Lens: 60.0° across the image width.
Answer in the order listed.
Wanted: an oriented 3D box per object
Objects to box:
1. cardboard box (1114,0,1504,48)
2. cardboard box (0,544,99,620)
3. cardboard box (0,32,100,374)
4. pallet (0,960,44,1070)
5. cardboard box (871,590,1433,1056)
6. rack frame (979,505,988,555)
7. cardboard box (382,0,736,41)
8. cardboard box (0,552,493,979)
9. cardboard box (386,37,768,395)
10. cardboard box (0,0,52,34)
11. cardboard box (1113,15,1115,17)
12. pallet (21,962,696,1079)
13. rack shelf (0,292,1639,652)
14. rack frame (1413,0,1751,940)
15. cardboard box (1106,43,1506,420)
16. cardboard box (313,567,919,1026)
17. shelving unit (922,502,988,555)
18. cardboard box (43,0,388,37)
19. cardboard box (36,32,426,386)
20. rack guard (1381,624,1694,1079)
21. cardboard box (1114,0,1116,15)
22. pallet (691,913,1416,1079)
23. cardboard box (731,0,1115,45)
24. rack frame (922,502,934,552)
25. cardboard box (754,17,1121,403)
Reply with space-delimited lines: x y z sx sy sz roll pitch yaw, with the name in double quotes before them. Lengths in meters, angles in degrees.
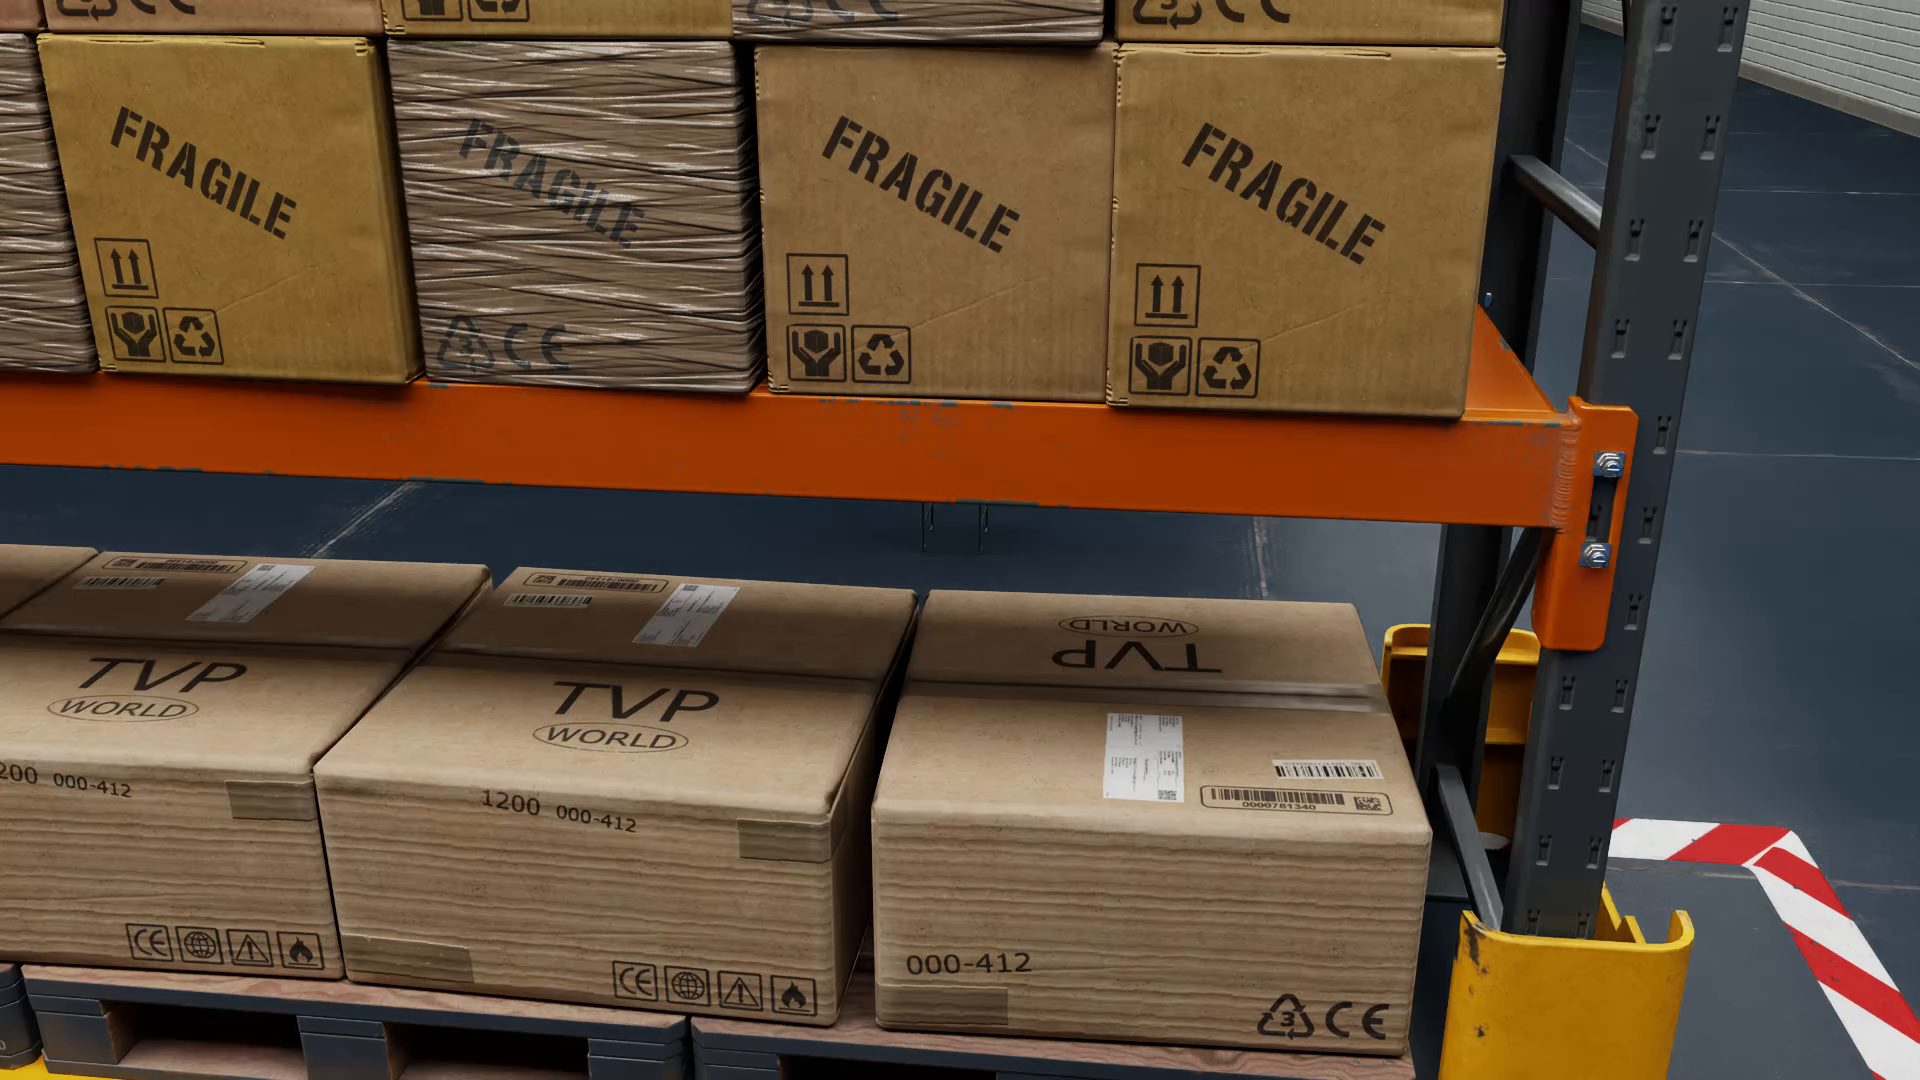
"cardboard box" 0.491 -0.975 2.331 0.500 0.500 0.500 3 22 8
"cardboard box" -2.364 0.360 3.364 0.875 0.438 0.875 2 22 6
"cardboard box" -1.547 -0.586 2.707 0.500 0.500 0.500 3 22 7
"pallet" -2.229 0.655 3.495 1.213 0.211 1.003 2 22 6
"cardboard box" 0.331 0.474 3.074 0.875 0.438 0.875 2 22 4
"rack frame" 0.076 -0.555 5.211 0.006 1.200 0.240 2 22 6
"cardboard box" -0.522 -1.010 2.418 0.500 0.500 0.500 2 22 6
"cardboard box" -1.474 0.398 3.267 0.875 0.438 0.875 2 22 5
"cardboard box" -0.521 -0.546 2.606 0.500 0.500 0.500 3 22 8
"cardboard box" -1.522 -1.055 2.532 0.500 0.500 0.500 3 22 7
"cardboard box" 0.049 -0.714 3.029 0.500 0.500 0.500 2 22 6
"pallet" -1.014 0.707 3.364 1.213 0.211 1.003 2 22 6
"rack shelf" -0.988 -0.282 3.051 4.000 0.370 1.077 2 22 6
"rack frame" 0.998 -0.530 2.700 0.127 3.000 1.000 2 22 6
"cardboard box" 0.488 -0.501 2.490 0.500 0.500 0.500 3 22 7
"cardboard box" -0.579 0.438 3.166 0.875 0.438 0.875 3 22 8
"shelving unit" -0.014 -0.559 5.221 0.189 1.200 0.258 2 22 6
"cardboard box" -1.021 -1.032 2.475 0.500 0.500 0.500 2 22 6
"cardboard box" -1.035 -0.564 2.651 0.500 0.500 0.500 3 22 8
"rack guard" 1.022 0.634 3.157 0.348 0.500 1.175 2 22 6
"cardboard box" 0.041 -1.186 2.864 0.500 0.500 0.500 2 22 5
"pallet" 0.195 0.761 3.228 1.213 0.211 1.003 2 22 6
"cardboard box" -0.031 -0.987 2.361 0.500 0.500 0.500 3 22 6
"rack frame" -0.105 -0.563 5.231 0.006 1.200 0.240 2 22 6
"cardboard box" -0.009 -0.528 2.559 0.500 0.500 0.500 2 22 5
